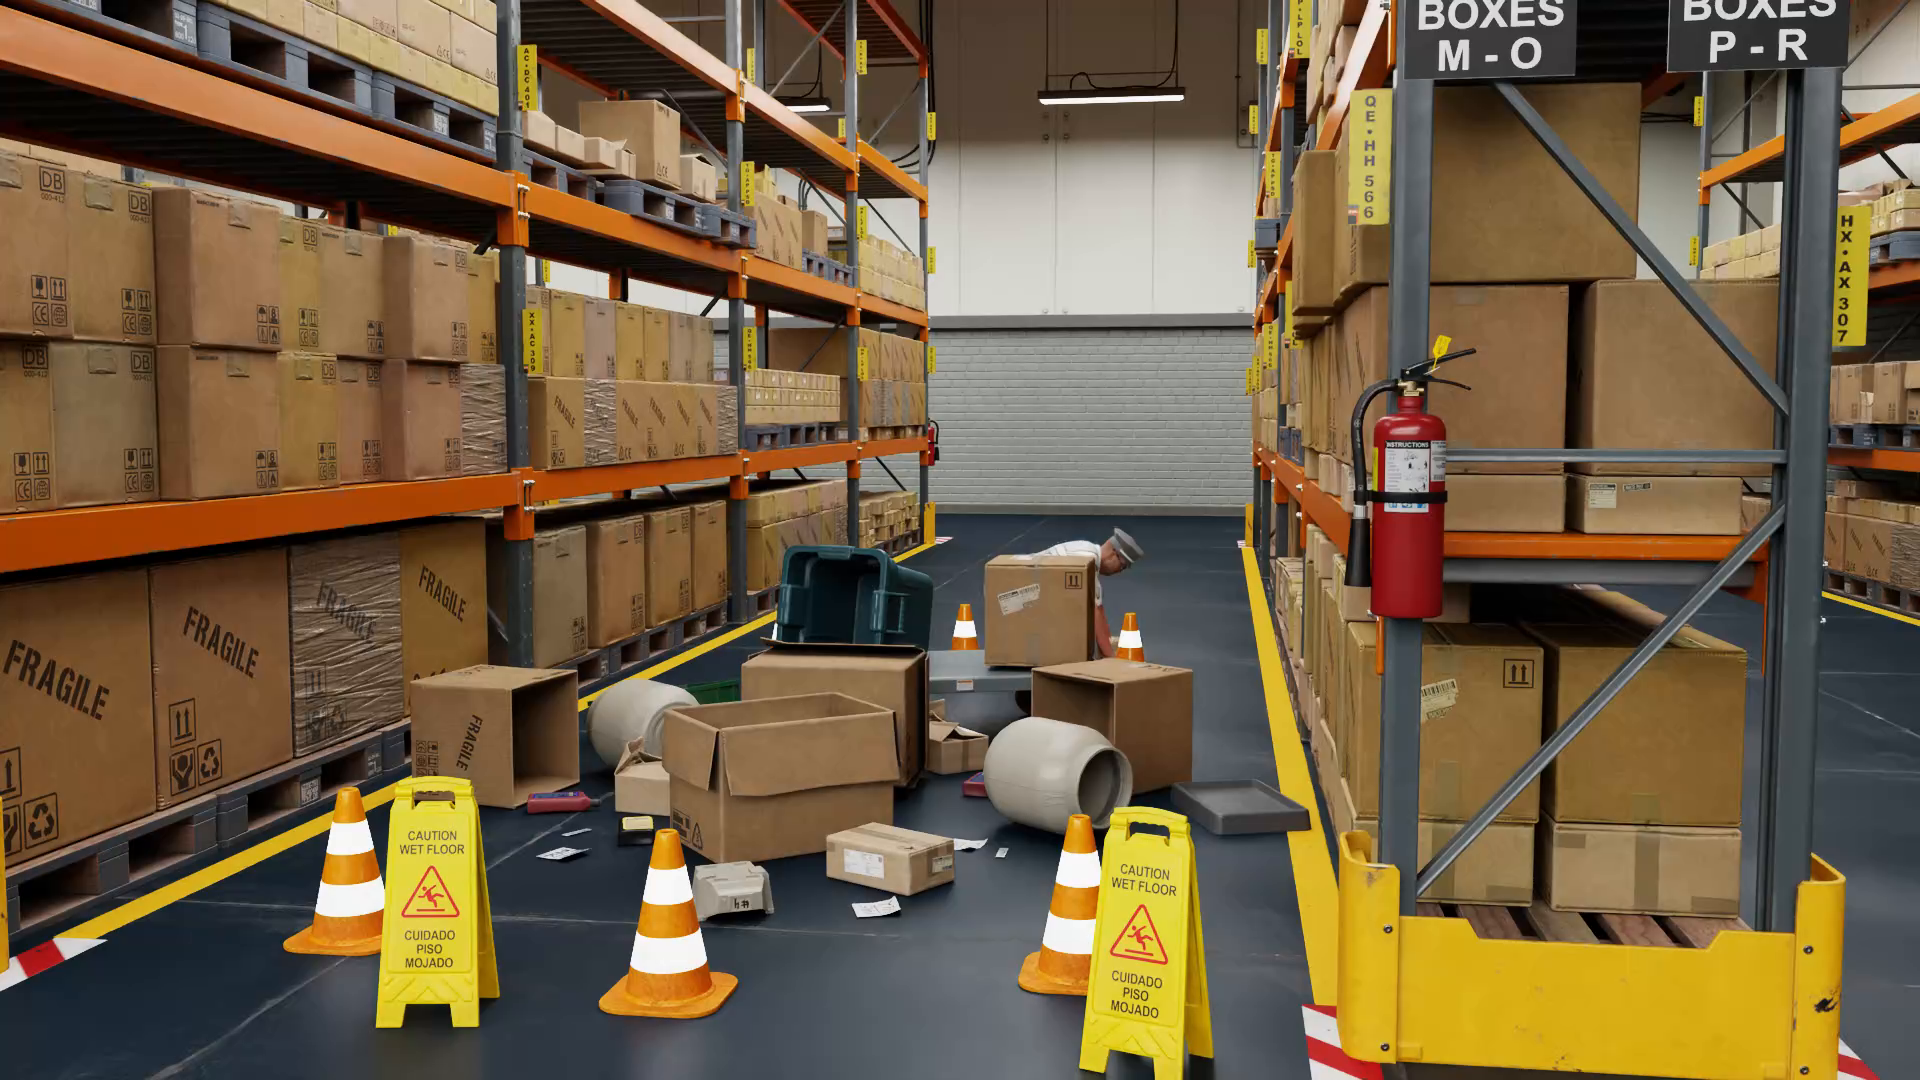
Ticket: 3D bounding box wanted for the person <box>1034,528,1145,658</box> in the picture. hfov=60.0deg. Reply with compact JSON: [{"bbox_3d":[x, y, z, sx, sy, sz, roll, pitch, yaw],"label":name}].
[{"bbox_3d":[0.634,0.388,10.036,0.953,0.919,0.552,1,4,9],"label":"person"}]
